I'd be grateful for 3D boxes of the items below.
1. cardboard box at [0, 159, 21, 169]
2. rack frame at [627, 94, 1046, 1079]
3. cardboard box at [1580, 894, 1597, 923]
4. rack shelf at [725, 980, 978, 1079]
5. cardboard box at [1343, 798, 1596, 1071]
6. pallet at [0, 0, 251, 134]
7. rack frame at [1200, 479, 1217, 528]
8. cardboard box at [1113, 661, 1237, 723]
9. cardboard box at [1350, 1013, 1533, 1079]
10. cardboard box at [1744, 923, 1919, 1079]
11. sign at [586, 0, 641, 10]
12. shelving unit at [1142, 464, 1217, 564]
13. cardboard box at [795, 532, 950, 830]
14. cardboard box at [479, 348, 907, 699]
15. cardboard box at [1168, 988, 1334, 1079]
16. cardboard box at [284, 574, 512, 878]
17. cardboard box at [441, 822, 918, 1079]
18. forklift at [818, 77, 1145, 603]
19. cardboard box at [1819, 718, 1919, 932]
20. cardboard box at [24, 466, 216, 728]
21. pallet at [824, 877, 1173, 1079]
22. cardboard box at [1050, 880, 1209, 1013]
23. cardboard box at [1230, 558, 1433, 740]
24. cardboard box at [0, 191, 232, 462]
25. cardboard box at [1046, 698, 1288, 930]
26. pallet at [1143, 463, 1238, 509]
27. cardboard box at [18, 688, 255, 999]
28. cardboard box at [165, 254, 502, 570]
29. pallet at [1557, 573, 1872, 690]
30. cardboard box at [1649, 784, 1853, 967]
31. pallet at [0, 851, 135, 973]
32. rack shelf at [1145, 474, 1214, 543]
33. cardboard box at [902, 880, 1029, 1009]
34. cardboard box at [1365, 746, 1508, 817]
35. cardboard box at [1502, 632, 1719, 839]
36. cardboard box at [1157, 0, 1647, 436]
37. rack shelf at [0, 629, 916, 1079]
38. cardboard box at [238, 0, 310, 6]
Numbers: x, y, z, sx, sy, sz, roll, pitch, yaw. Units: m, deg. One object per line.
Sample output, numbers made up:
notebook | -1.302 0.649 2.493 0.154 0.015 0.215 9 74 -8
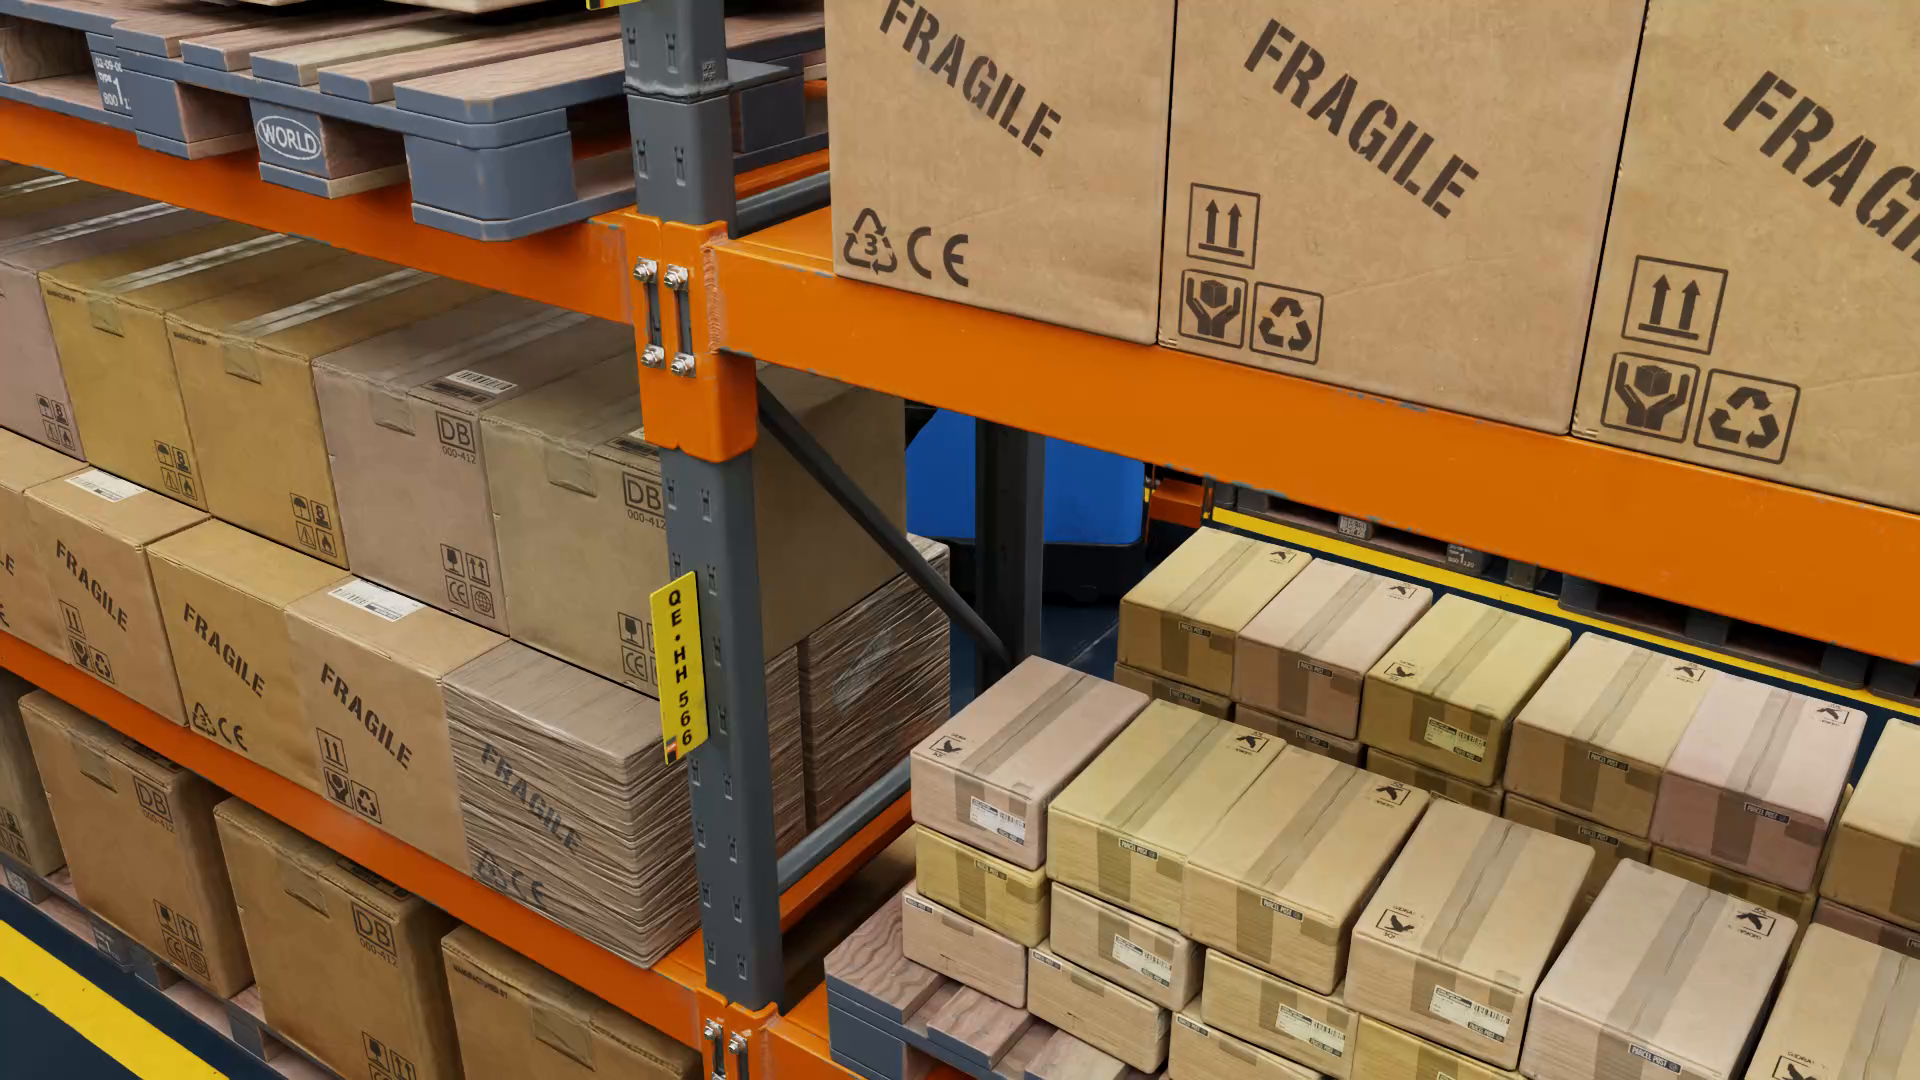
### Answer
cardboard box | -3.035 -0.870 4.940 0.500 0.500 0.700 17 31 29
rack frame | -0.150 0.522 3.418 0.127 3.000 1.000 17 32 30
cardboard box | 1.136 0.597 3.084 0.250 0.149 0.380 17 31 30
rack shelf | 1.498 1.356 2.572 4.000 0.370 1.077 17 32 30
cardboard box | 0.761 0.573 2.474 0.250 0.149 0.380 16 31 28
pallet | -1.635 -1.163 3.628 1.213 0.211 1.003 19 33 33
rack frame | 1.110 -0.342 7.265 0.008 1.050 0.200 14 30 19
cardboard box | 0.515 0.271 3.397 0.250 0.149 0.380 18 32 31
cardboard box | 0.789 0.714 2.526 0.250 0.149 0.380 17 32 31
cardboard box | 1.205 0.709 2.207 0.250 0.149 0.380 18 32 32
sign | -0.471 -0.875 2.199 0.005 0.325 0.100 17 32 30
shelving unit | 0.998 -0.370 7.306 0.252 1.050 0.215 14 30 19
cardboard box | -0.368 0.261 3.820 0.500 0.500 0.500 18 32 31
cardboard box | -0.515 -0.087 3.402 0.500 0.500 0.700 17 32 30
cardboard box | 0.548 0.775 2.734 0.250 0.149 0.380 19 33 33
cardboard box | -1.084 0.333 3.678 0.500 0.500 0.500 17 32 30
cardboard box | -0.601 1.147 4.206 0.750 0.750 1.050 17 31 30
forklift | -0.685 -1.300 7.074 3.031 2.935 1.130 2 27 5
cardboard box | 1.578 0.469 2.680 0.250 0.149 0.380 19 33 33
cardboard box | -1.921 0.075 4.186 0.500 0.500 0.500 18 32 31
pallet | 0.497 0.750 3.180 1.003 0.211 1.213 17 32 30
cardboard box | 0.359 0.582 2.785 0.250 0.149 0.380 19 33 33
cardboard box | 0.719 0.201 3.206 0.250 0.149 0.380 17 31 30
cardboard box | -2.194 -0.609 4.427 0.500 0.500 0.700 18 32 31
cardboard box | 0.344 0.440 2.735 0.250 0.149 0.380 16 31 29
pallet | 1.096 -0.579 8.654 1.213 0.211 1.003 17 32 30
cardboard box | -2.092 0.685 5.114 0.750 0.750 1.050 17 32 30
cardboard box | -1.357 -0.348 3.914 0.500 0.500 0.700 17 31 30
pallet | 3.348 0.167 7.190 1.213 0.211 1.003 17 32 30
cardboard box | 1.364 0.534 2.879 0.250 0.149 0.380 17 32 30
pallet | -2.769 0.907 5.734 1.213 0.211 1.003 17 32 30
rack shelf | 0.985 -0.115 7.441 0.240 0.259 0.215 14 30 19
cardboard box | 0.104 0.637 3.005 0.250 0.149 0.380 17 31 30
cardboard box | 0.954 0.405 3.133 0.250 0.149 0.380 18 32 31
cardboard box | 1.157 0.336 2.941 0.250 0.149 0.380 18 32 32
cardboard box | 0.586 -0.488 1.984 0.500 0.500 0.500 17 32 30
rack shelf | -1.799 0.329 4.590 4.000 0.370 1.077 17 32 30
cardboard box | -1.182 -1.163 2.947 0.500 0.311 0.500 17 32 30
